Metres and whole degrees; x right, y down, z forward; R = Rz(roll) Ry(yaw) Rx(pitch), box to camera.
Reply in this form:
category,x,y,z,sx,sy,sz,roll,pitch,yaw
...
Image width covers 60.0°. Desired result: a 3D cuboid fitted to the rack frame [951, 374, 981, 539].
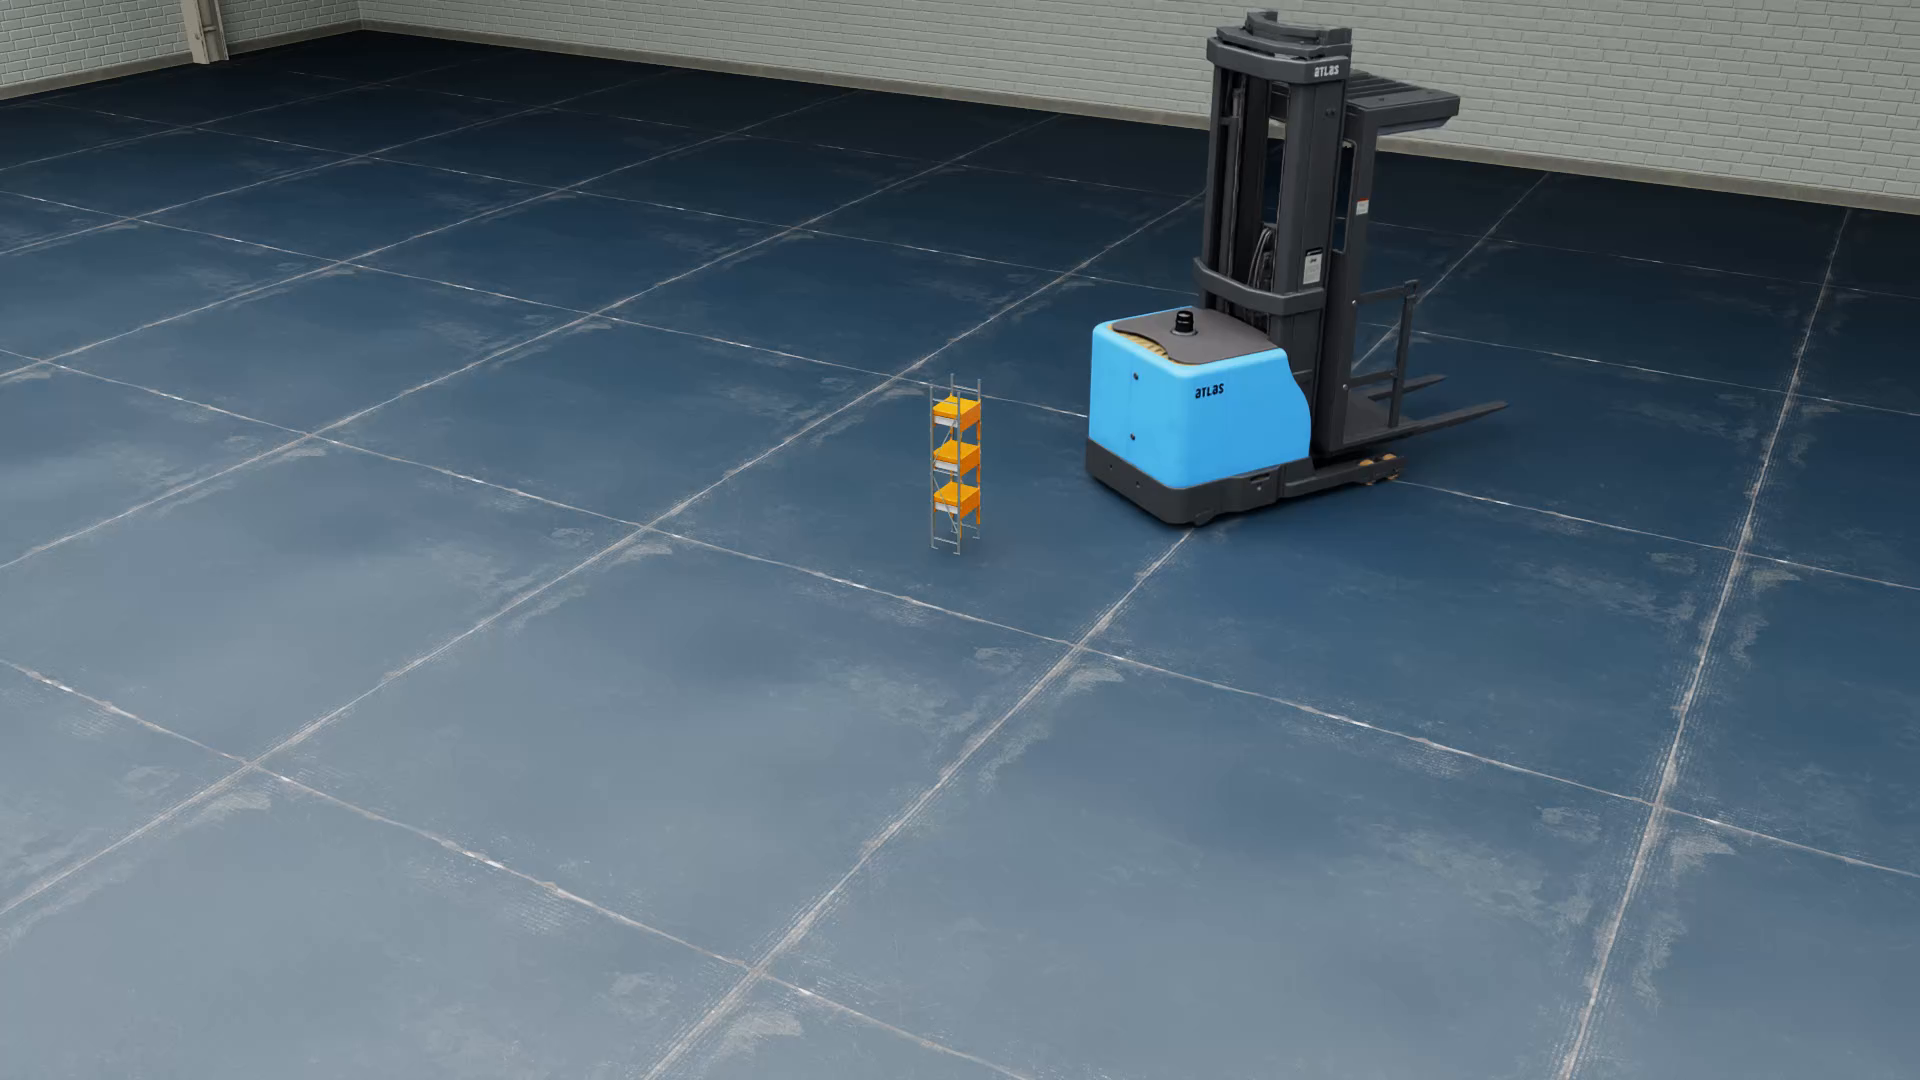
category,x,y,z,sx,sy,sz,roll,pitch,yaw
rack frame,0.034,-0.496,10.068,0.200,1.050,0.008,14,30,26

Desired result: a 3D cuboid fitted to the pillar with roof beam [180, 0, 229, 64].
category,x,y,z,sx,sy,sz,roll,pitch,yaw
pillar with roof beam,-7.132,-10.036,20.246,9.100,9.000,0.400,14,30,26

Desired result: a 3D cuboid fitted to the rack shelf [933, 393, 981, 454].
category,x,y,z,sx,sy,sz,roll,pitch,yaw
rack shelf,-0.026,-0.693,9.851,0.215,0.259,0.240,14,30,26

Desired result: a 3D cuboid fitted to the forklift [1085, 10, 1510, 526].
category,x,y,z,sx,sy,sz,roll,pitch,yaw
forklift,2.371,-1.863,10.697,3.031,2.935,1.130,-14,30,-26

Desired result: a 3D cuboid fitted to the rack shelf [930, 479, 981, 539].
category,x,y,z,sx,sy,sz,roll,pitch,yaw
rack shelf,-0.026,-0.191,10.102,0.215,0.259,0.240,14,30,26

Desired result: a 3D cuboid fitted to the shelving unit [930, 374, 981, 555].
category,x,y,z,sx,sy,sz,roll,pitch,yaw
shelving unit,-0.026,-0.449,9.973,0.215,1.050,0.252,14,30,26

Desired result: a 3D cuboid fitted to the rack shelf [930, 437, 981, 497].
category,x,y,z,sx,sy,sz,roll,pitch,yaw
rack shelf,-0.026,-0.439,9.978,0.215,0.259,0.240,14,30,26

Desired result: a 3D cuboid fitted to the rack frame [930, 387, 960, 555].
category,x,y,z,sx,sy,sz,roll,pitch,yaw
rack frame,-0.086,-0.401,9.878,0.200,1.050,0.008,14,30,26
